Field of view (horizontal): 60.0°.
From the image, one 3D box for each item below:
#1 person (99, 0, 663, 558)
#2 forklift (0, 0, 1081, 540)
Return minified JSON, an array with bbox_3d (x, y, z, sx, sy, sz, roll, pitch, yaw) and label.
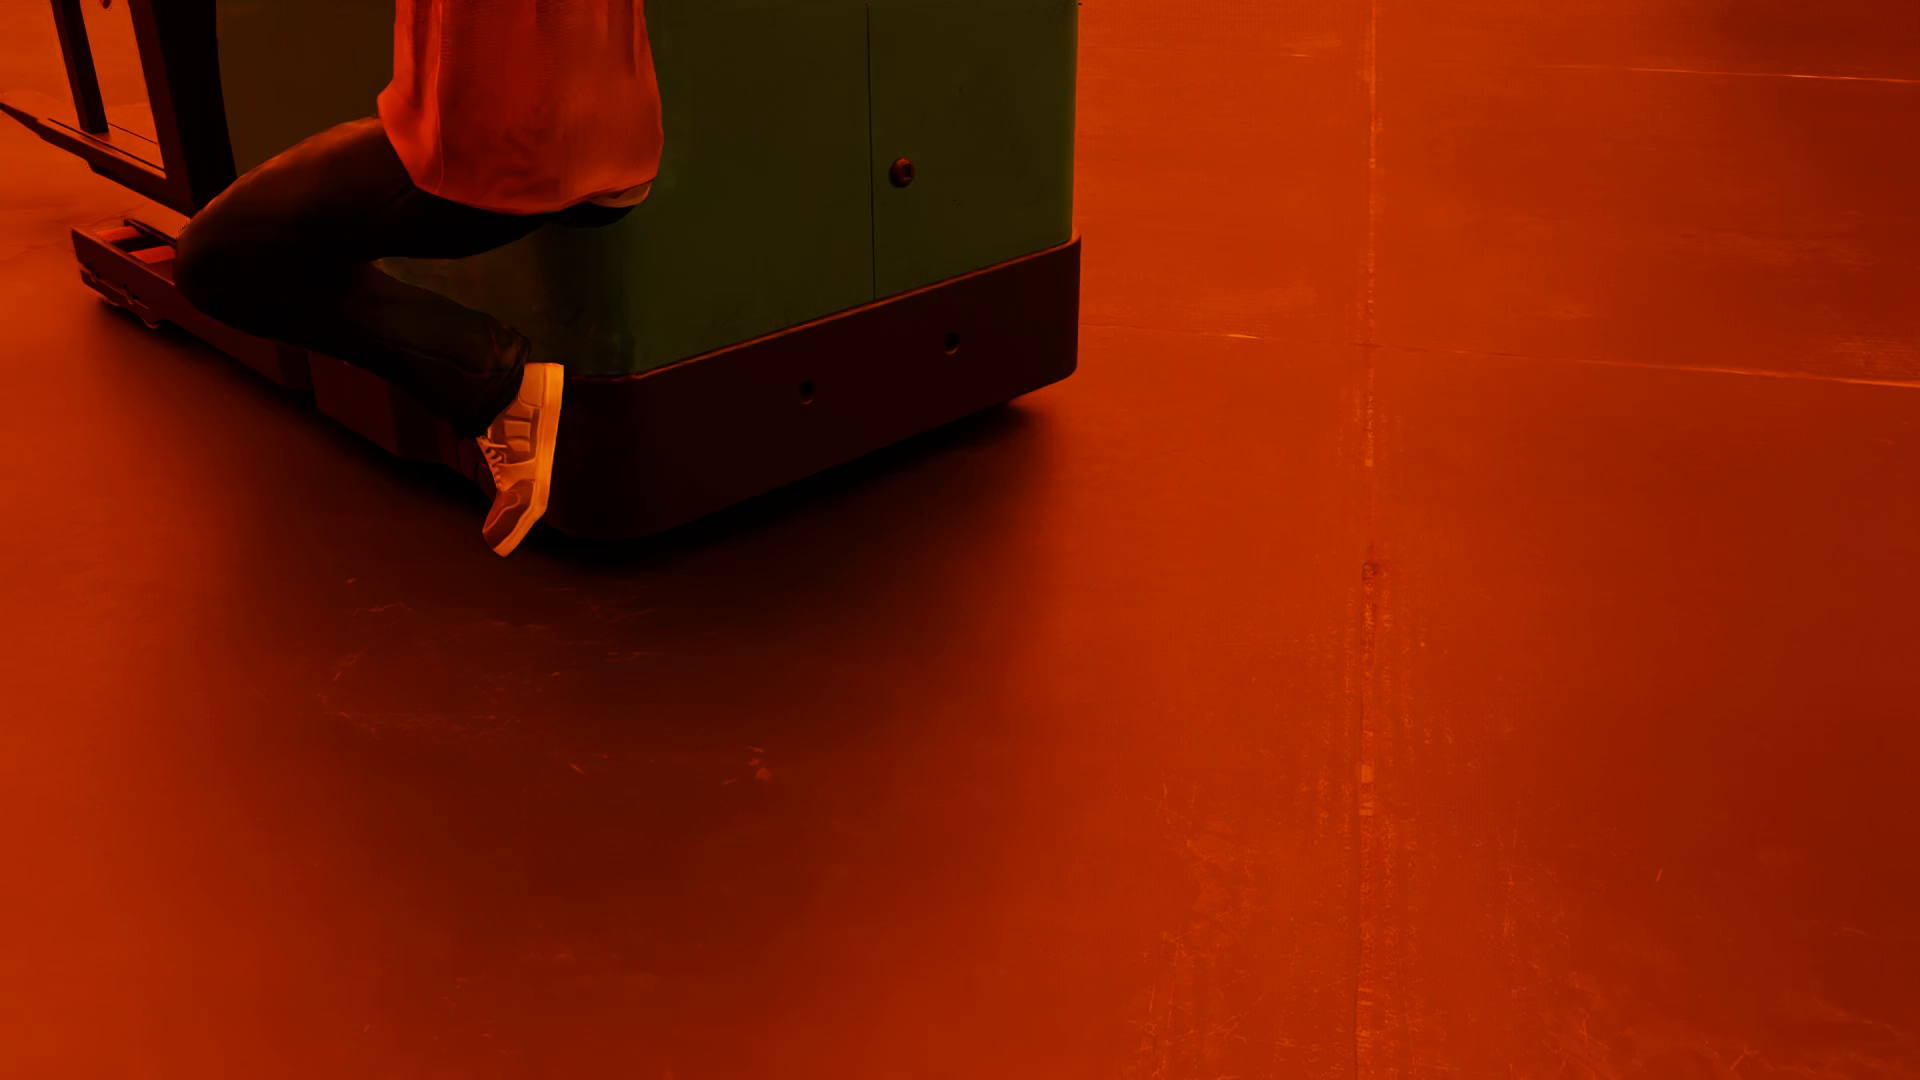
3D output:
[{"bbox_3d":[-0.658,-0.614,2.132,0.709,1.371,0.766,14,30,26],"label":"person"},{"bbox_3d":[-1.186,-1.874,2.960,1.130,2.935,3.031,-24,35,-39],"label":"forklift"}]
